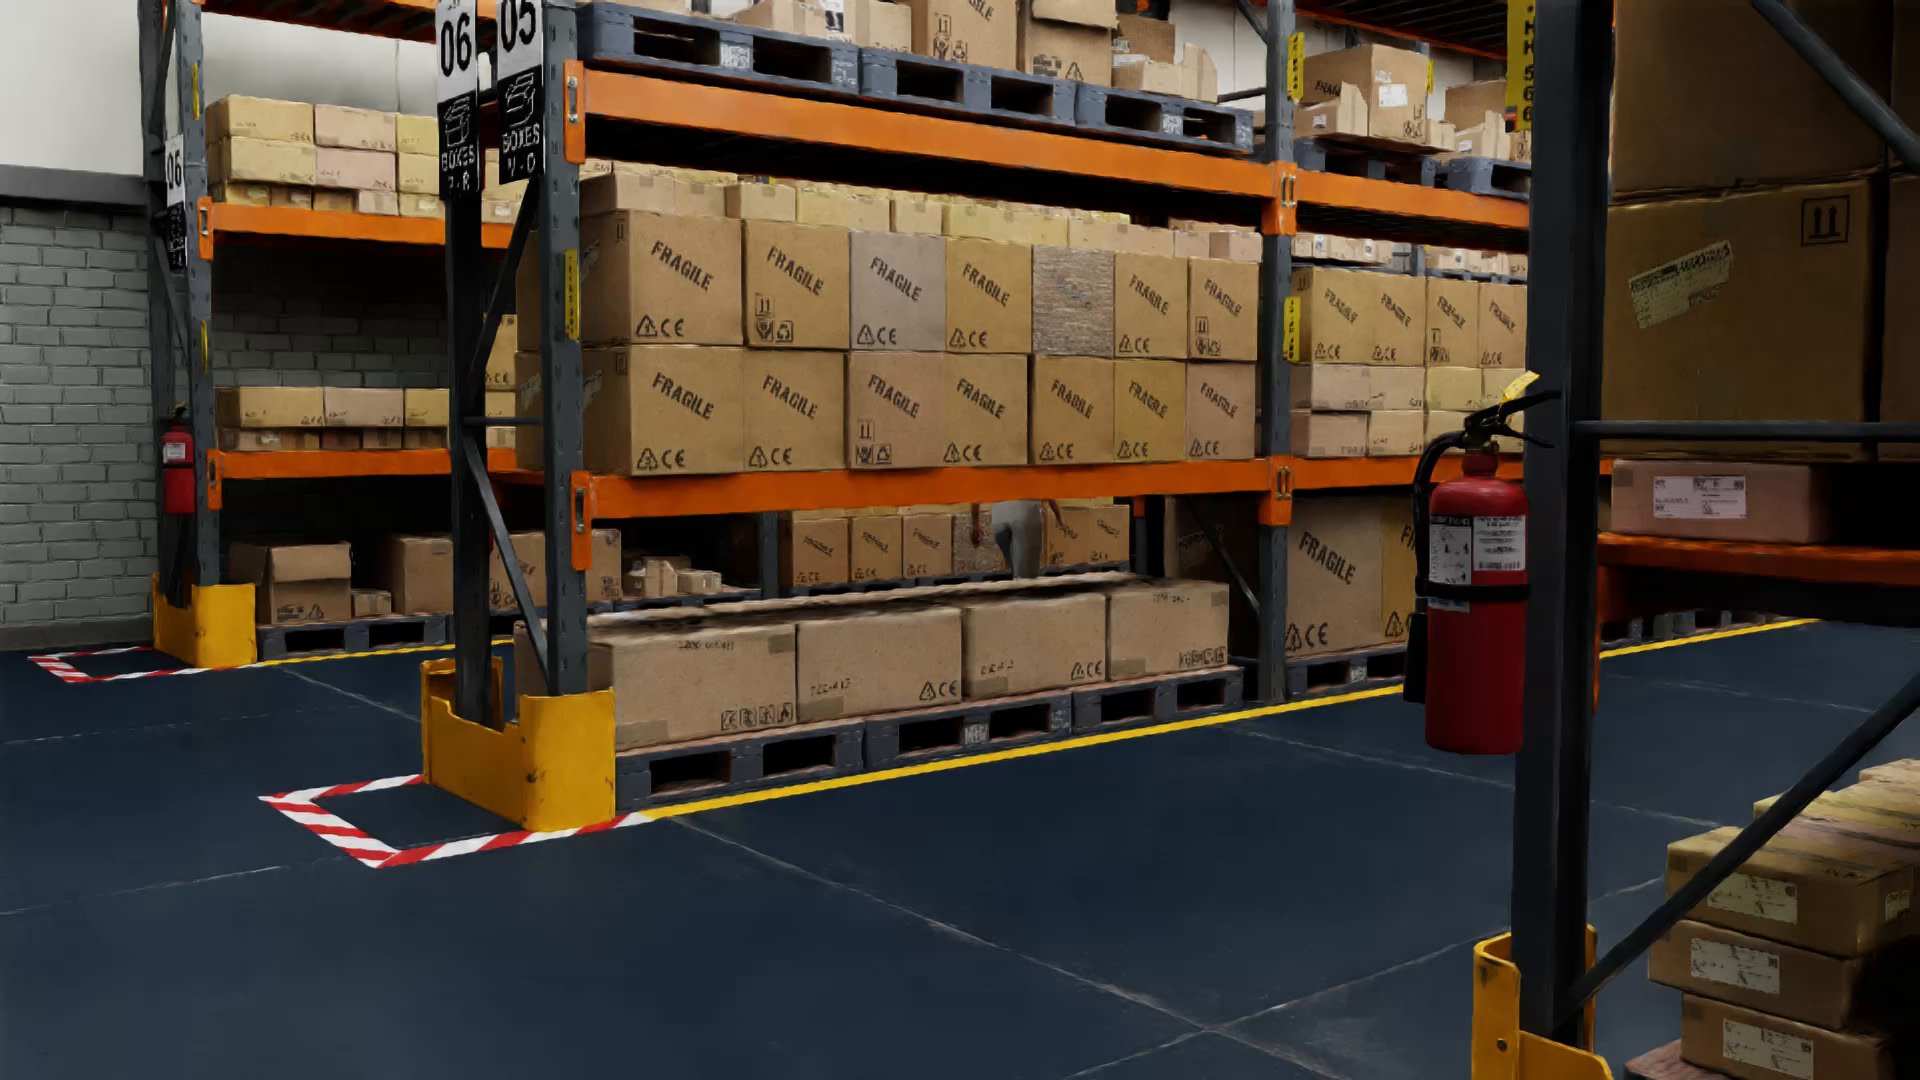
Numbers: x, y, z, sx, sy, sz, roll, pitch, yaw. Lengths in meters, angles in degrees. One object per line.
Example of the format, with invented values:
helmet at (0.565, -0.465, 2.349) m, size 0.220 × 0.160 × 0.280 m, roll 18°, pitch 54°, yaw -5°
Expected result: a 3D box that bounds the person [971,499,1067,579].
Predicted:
person at (0.368, -0.055, 10.494) m, size 0.571 × 1.683 × 0.630 m, roll 3°, pitch 5°, yaw 37°
